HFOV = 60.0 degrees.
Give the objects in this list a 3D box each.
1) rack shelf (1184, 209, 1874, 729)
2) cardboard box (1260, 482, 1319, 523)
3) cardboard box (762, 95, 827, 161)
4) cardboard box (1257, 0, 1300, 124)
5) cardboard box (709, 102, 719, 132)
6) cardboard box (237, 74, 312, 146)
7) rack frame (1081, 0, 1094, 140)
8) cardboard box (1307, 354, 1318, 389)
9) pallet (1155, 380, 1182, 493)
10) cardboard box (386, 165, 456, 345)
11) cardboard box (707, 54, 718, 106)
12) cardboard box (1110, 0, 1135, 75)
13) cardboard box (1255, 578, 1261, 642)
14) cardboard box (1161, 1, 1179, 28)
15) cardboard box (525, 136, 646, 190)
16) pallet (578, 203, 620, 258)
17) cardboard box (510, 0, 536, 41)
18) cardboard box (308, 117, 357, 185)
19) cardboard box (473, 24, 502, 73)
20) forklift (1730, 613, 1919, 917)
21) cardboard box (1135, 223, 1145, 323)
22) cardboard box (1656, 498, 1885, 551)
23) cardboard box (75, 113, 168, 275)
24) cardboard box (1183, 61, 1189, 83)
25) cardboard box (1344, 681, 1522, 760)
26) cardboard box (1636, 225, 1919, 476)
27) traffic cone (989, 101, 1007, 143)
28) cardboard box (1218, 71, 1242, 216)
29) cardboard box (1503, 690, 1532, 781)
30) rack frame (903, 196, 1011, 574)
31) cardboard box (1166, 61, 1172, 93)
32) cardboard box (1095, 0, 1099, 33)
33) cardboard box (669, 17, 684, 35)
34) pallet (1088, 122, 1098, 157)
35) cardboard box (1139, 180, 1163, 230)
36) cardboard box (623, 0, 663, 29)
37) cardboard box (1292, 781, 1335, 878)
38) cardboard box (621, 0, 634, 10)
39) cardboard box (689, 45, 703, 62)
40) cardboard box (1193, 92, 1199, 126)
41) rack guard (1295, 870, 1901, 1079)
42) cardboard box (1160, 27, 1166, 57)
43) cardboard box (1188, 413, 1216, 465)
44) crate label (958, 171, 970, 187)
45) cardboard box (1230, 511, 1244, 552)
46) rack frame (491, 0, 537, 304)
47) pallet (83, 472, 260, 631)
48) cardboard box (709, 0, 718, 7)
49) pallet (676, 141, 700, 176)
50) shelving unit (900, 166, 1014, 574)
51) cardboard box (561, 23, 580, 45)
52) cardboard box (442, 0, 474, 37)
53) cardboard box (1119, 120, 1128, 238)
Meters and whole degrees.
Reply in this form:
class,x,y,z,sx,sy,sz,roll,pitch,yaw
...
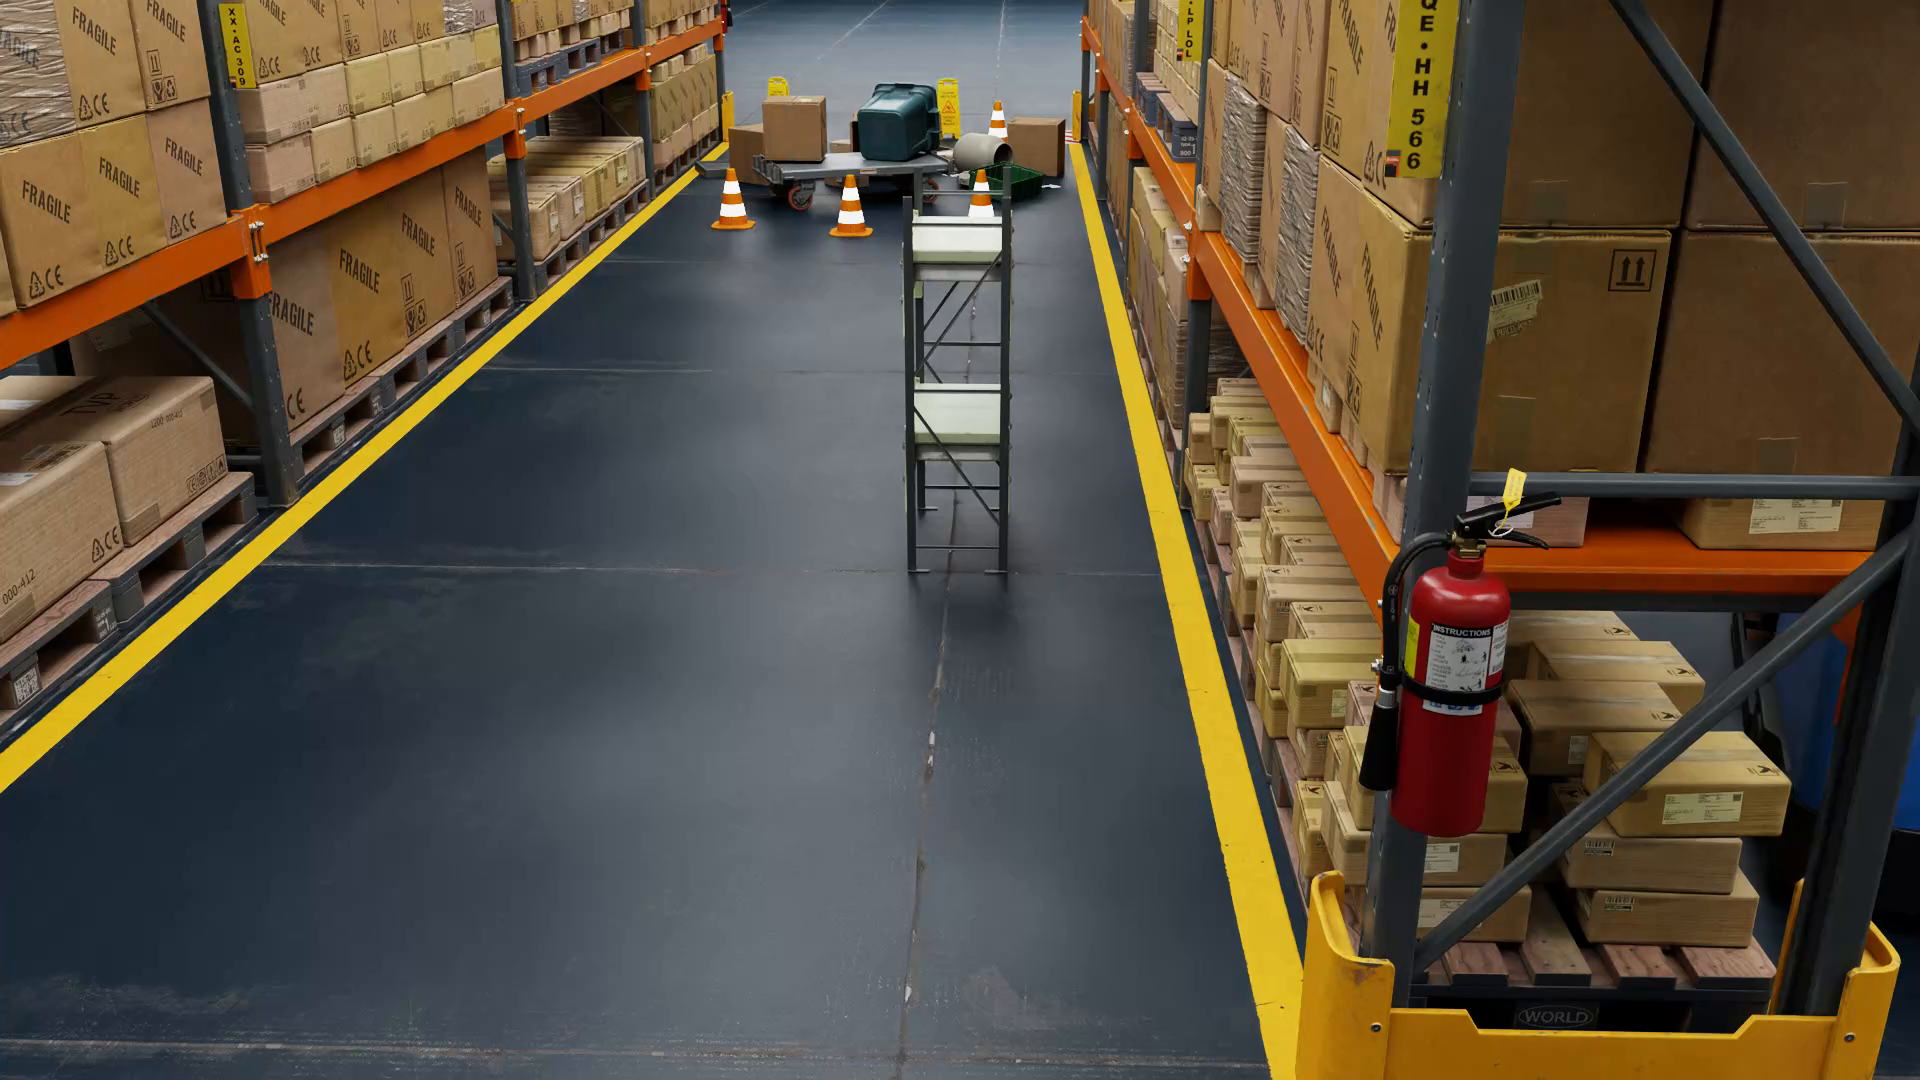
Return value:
class,x,y,z,sx,sy,sz,roll,pitch,yaw
rack shelf,1.417,-0.482,5.119,1.077,0.370,4.000,1,21,2
cardboard box,1.234,-0.086,5.643,0.380,0.149,0.250,0,21,-1
cardboard box,-1.449,-3.630,14.646,0.500,0.500,0.500,1,21,2
cardboard box,1.157,-1.477,4.756,0.500,0.500,0.500,0,21,0
cardboard box,-2.864,-4.507,17.719,0.500,0.250,0.500,1,21,1
cardboard box,-3.177,-1.878,7.238,0.500,0.250,0.500,0,21,0
rack frame,1.843,-5.879,18.035,1.000,3.000,0.127,1,21,2
cardboard box,1.144,-0.466,4.431,0.380,0.149,0.250,0,21,-1
pallet,1.501,-0.522,8.083,1.003,0.211,1.213,1,21,2
cardboard box,-3.486,-1.639,9.462,0.875,0.875,0.875,1,21,2
cardboard box,-2.871,-4.868,17.613,0.500,0.500,0.500,1,21,2
cardboard box,1.389,-3.746,12.398,0.500,0.500,0.500,1,21,2
cardboard box,1.131,0.239,5.217,0.380,0.149,0.250,2,21,4
cardboard box,1.387,-3.081,9.766,0.380,0.149,0.250,0,21,0
cardboard box,-3.243,-3.232,14.264,0.950,0.372,0.625,1,21,2
pallet,-3.286,-2.427,12.993,1.003,0.211,1.213,1,21,2
cardboard box,-3.106,-3.546,10.891,0.500,0.500,0.500,0,21,0
cardboard box,-3.181,-1.832,7.811,0.500,0.250,0.500,0,21,0
cardboard box,-3.112,-2.990,10.104,0.500,0.250,0.500,1,21,1
forklift,3.205,-0.808,5.060,1.130,2.935,3.031,8,23,20
cardboard box,1.312,-1.583,9.836,0.500,0.500,0.500,1,21,2
cardboard box,1.694,-0.091,3.463,0.380,0.149,0.250,0,21,1
cardboard box,-3.241,-1.249,5.962,0.500,0.500,0.500,0,21,0
cardboard box,1.329,-2.381,8.373,0.380,0.149,0.250,1,21,2
cardboard box,1.184,0.477,4.190,0.380,0.149,0.250,1,21,3
cardboard box,1.646,-0.439,3.464,0.500,0.500,0.500,2,21,4
traffic cone,0.408,-4.520,18.039,0.336,0.463,0.334,1,21,2
cardboard box,1.203,-1.371,5.865,0.500,0.500,0.500,1,21,2
cardboard box,1.613,0.526,4.476,0.380,0.149,0.250,1,21,2
rack frame,-0.011,-0.569,6.423,0.400,1.500,0.023,1,21,2
cardboard box,1.362,-2.614,9.385,0.380,0.149,0.250,2,21,4
cardboard box,1.765,-5.222,16.134,0.875,0.550,0.500,1,21,2
cardboard box,-2.851,-4.907,15.875,0.380,0.149,0.250,1,21,2
pallet,1.897,-4.289,17.792,1.003,0.211,1.213,1,21,2
cardboard box,1.322,-1.937,9.712,0.500,0.250,0.500,0,21,1
cardboard box,-2.937,-4.792,14.684,0.500,0.500,0.500,1,21,1
cardboard box,1.071,0.752,4.304,0.380,0.149,0.250,1,21,3
cardboard box,-3.014,-4.663,13.769,0.500,0.500,0.500,0,21,1
cardboard box,-2.826,-4.946,16.917,0.380,0.149,0.250,1,21,3
cardboard box,1.317,-2.040,7.906,0.380,0.149,0.250,0,21,-1
rack guard,1.359,1.044,3.648,1.175,0.500,0.348,1,21,2
cardboard box,1.378,-2.934,9.798,0.380,0.149,0.250,2,21,4
cardboard box,1.147,-0.418,6.910,0.380,0.149,0.250,2,21,4
crate label,0.140,-3.358,15.494,0.298,0.136,0.250,-16,26,-35
cardboard box,1.225,0.000,6.243,0.380,0.149,0.250,0,21,1
rack frame,-3.351,-3.005,10.626,1.000,3.000,0.127,1,21,2
pallet,-3.574,0.016,6.697,1.003,0.211,1.213,1,21,2
cardboard box,-2.849,-5.883,17.496,0.500,0.500,0.500,0,21,1
pallet,-3.210,-3.837,16.625,1.003,0.211,1.213,1,21,2
shelving unit,0.000,-0.702,6.764,0.431,1.500,0.755,1,21,2
cardboard box,-3.058,-3.783,12.398,0.380,0.149,0.250,1,21,3
cardboard box,-3.113,-3.142,9.460,0.500,0.500,0.500,1,21,3
cardboard box,1.732,-2.669,12.291,1.050,0.750,0.750,1,21,2
